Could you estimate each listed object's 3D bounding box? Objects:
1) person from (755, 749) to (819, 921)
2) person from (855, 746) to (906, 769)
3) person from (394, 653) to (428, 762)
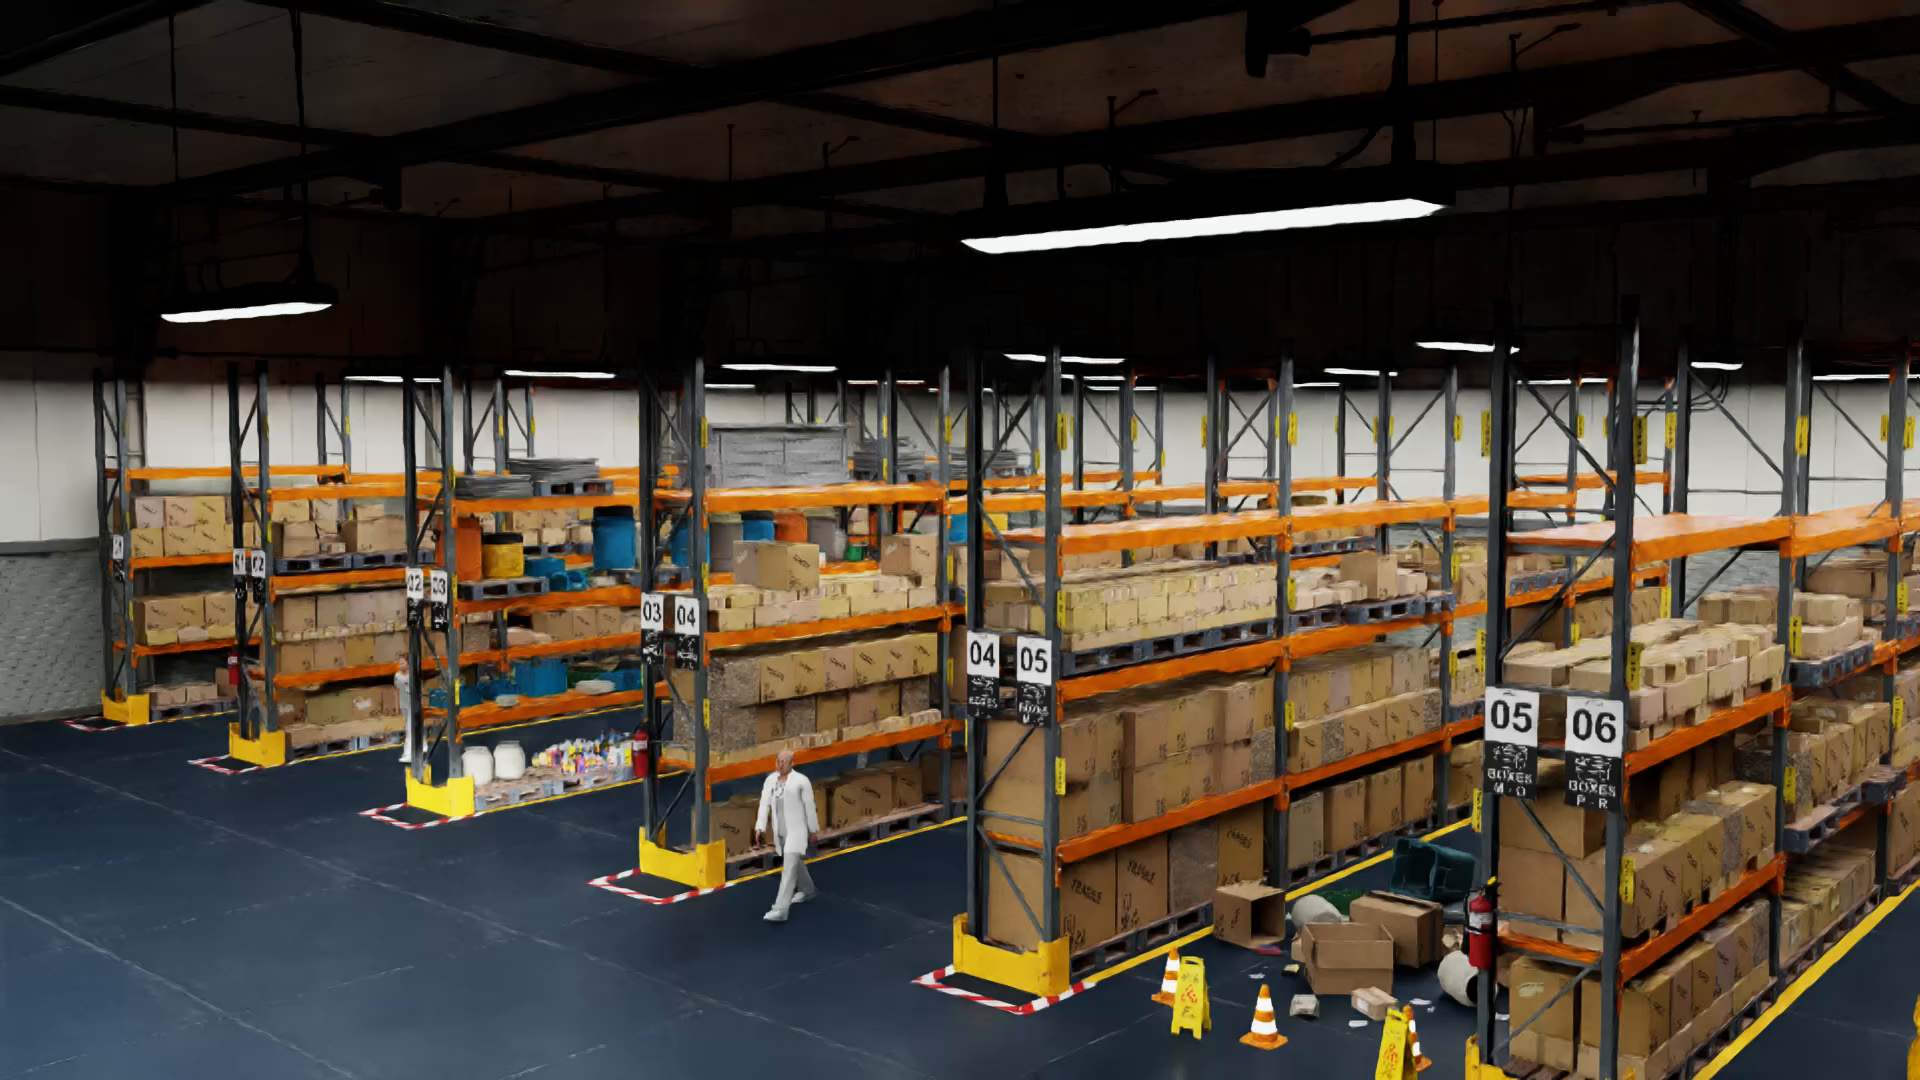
[{"bbox_3d":[-1.812,3.020,17.286,0.580,1.715,1.105,3,5,33],"label":"person"},{"bbox_3d":[-1.152,2.587,23.277,0.563,1.707,1.127,3,5,39],"label":"person"},{"bbox_3d":[-8.339,2.508,25.165,0.483,1.622,0.950,1,4,19],"label":"person"}]
